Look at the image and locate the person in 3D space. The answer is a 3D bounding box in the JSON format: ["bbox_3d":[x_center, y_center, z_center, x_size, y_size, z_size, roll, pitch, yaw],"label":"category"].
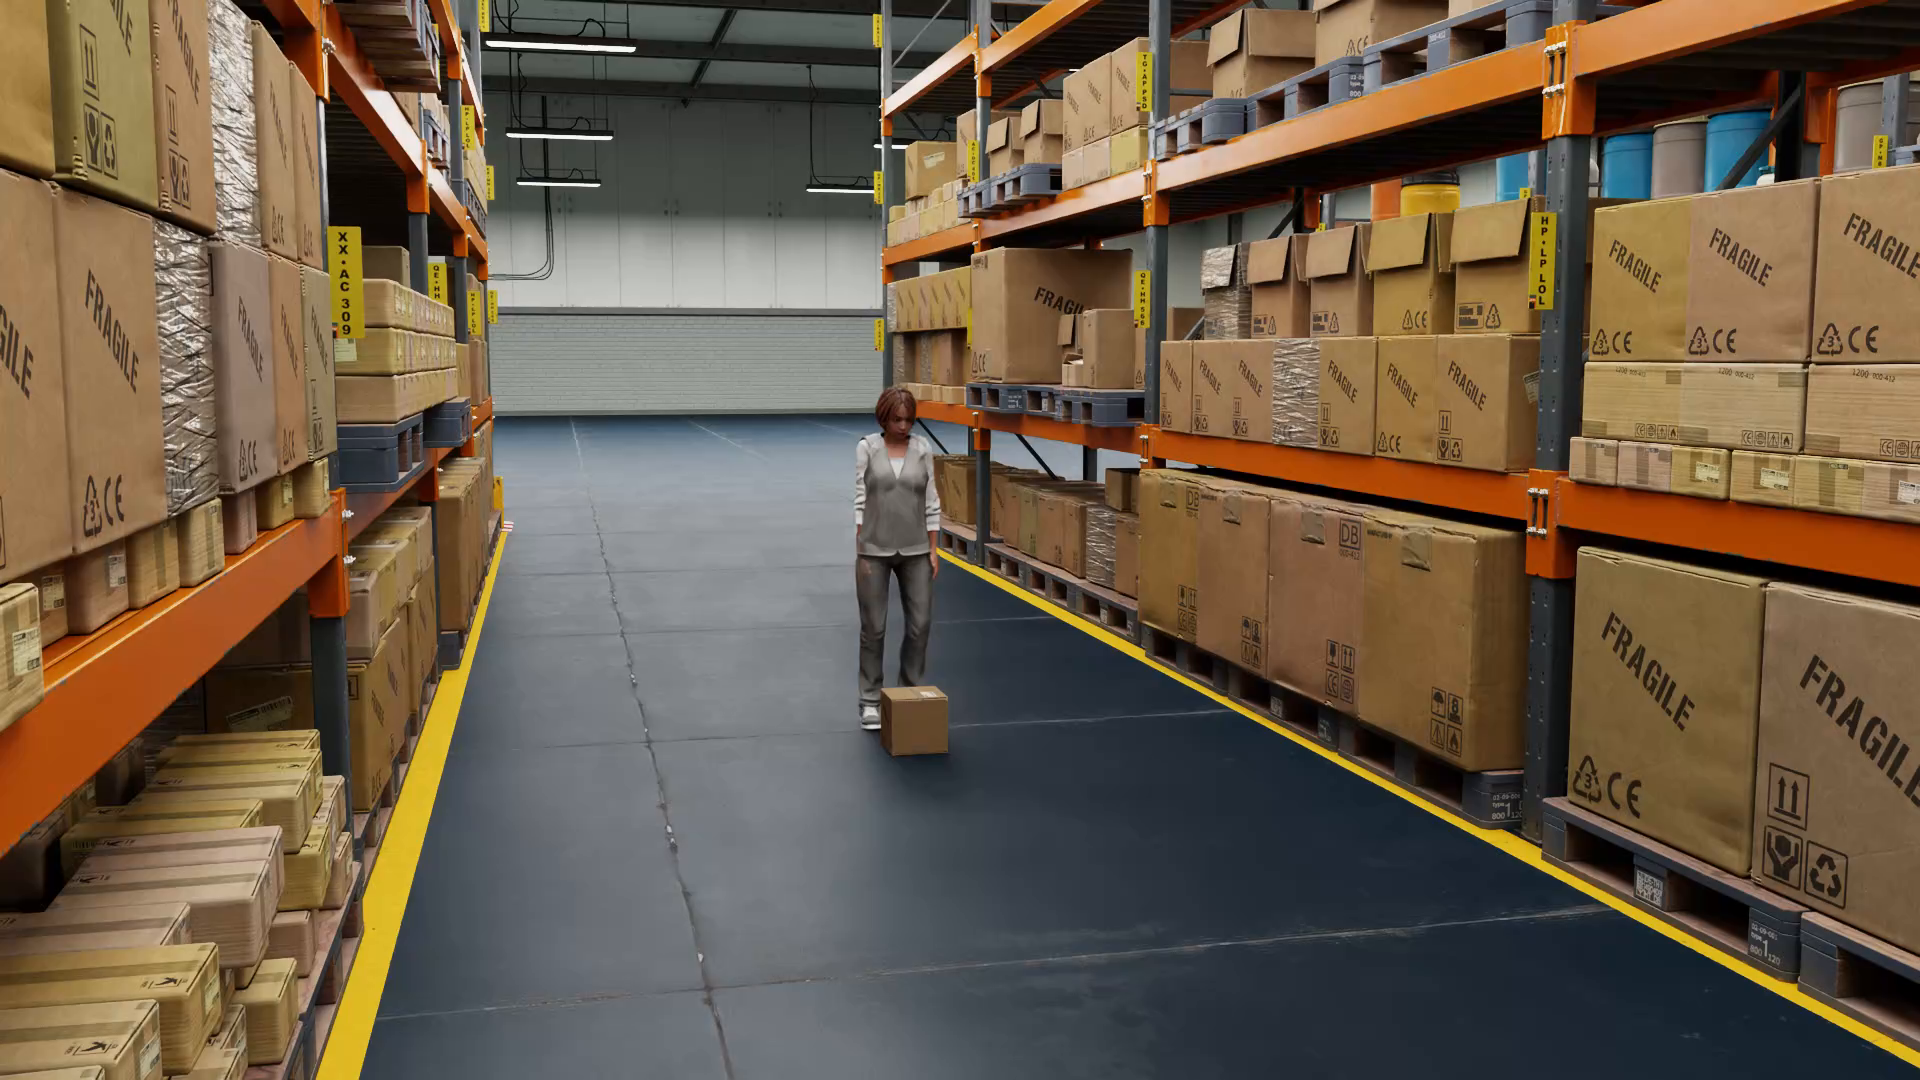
[{"bbox_3d":[-0.288,0.080,7.710,0.409,1.591,0.304,-1,6,-13],"label":"person"}]
